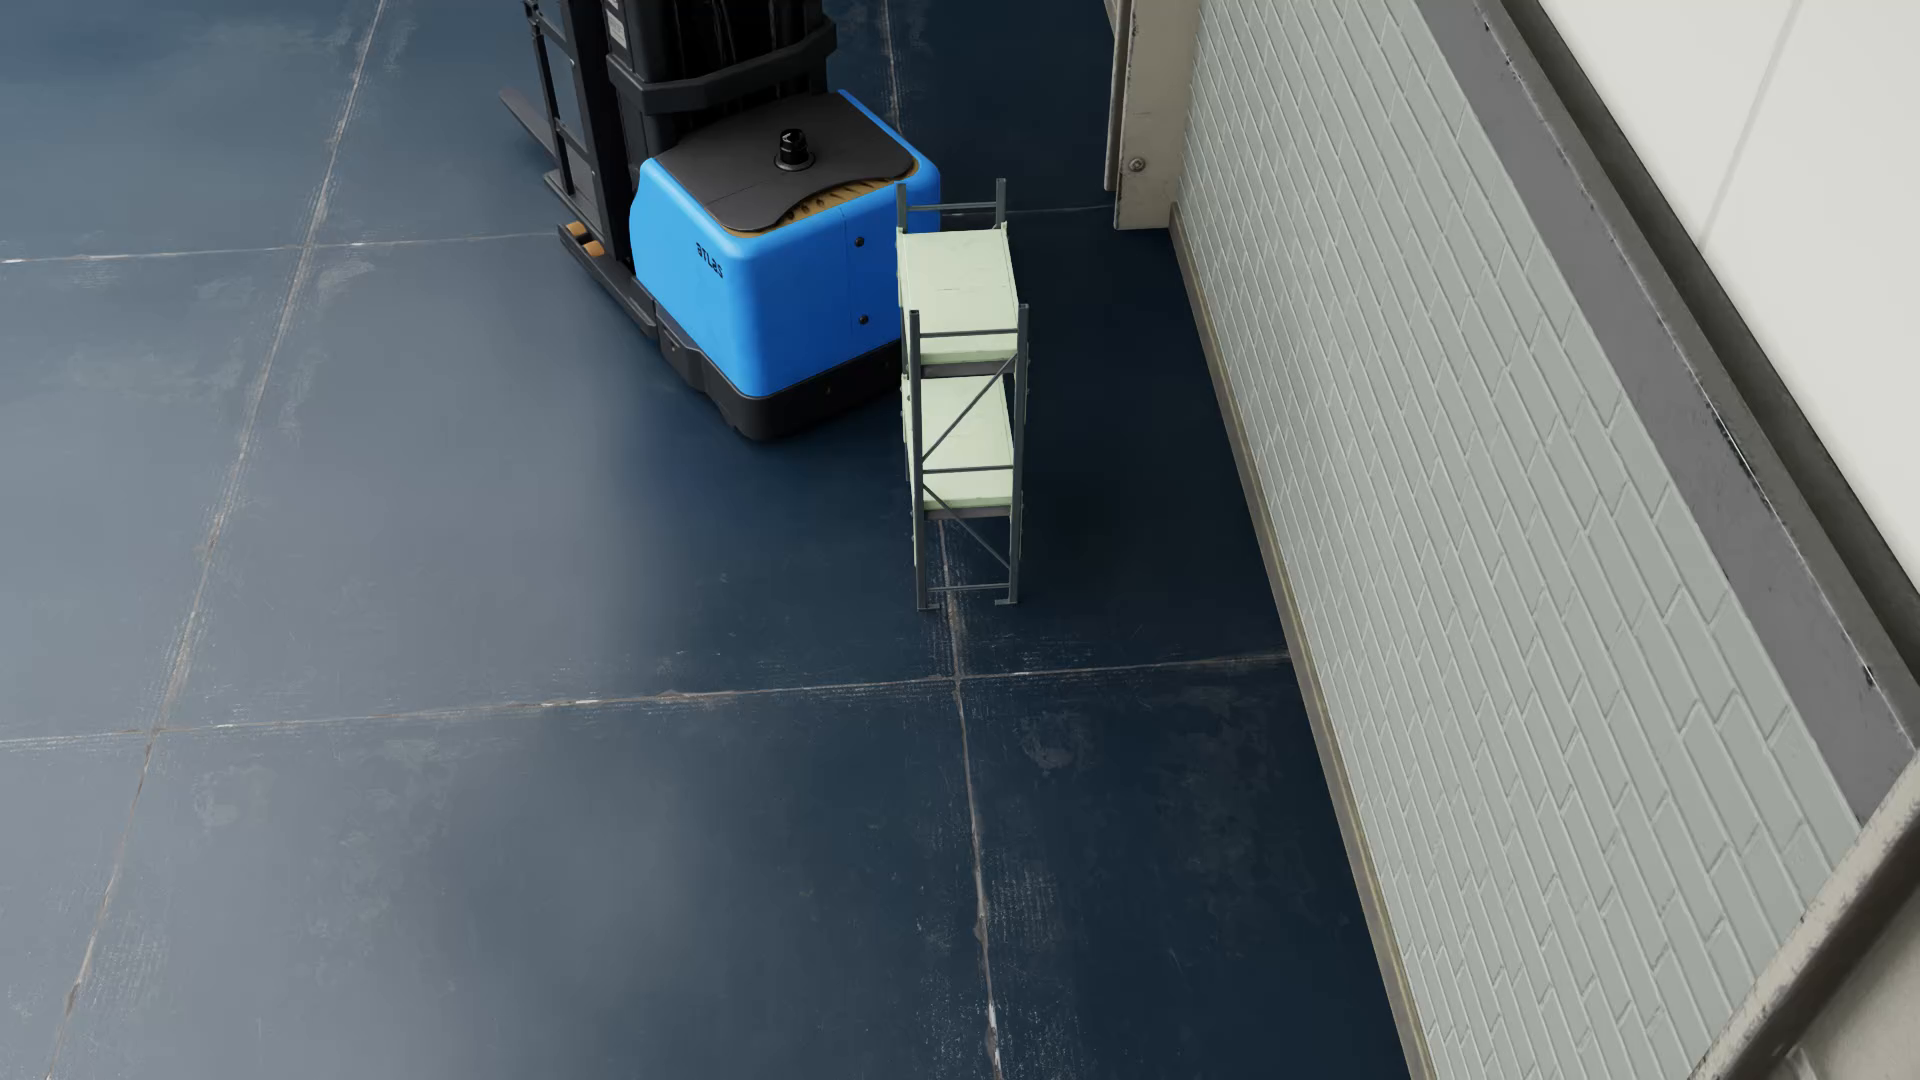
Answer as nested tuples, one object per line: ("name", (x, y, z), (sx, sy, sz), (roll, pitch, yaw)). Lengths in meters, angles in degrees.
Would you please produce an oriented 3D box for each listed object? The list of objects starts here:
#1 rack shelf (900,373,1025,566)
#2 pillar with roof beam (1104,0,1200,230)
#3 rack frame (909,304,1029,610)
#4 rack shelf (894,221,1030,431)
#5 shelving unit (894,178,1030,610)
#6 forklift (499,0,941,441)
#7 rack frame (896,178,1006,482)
("rack shelf", (-0.001, -0.296, 6.583), (0.431, 0.370, 0.720), (-3, 47, -3))
("pillar with roof beam", (-3.372, -4.545, 4.993), (9.100, 9.000, 0.400), (-3, 47, -3))
("rack frame", (0.030, -0.256, 6.096), (0.400, 1.500, 0.023), (-3, 47, -3))
("rack shelf", (-0.001, -0.789, 6.063), (0.431, 0.370, 0.720), (-3, 47, -3))
("shelving unit", (-0.001, -0.521, 6.347), (0.431, 1.500, 0.755), (-3, 47, -3))
("forklift", (-1.317, -2.477, 7.214), (1.130, 2.935, 3.031), (-27, 52, -23))
("rack frame", (-0.031, -0.785, 6.597), (0.400, 1.500, 0.023), (-3, 47, -3))
